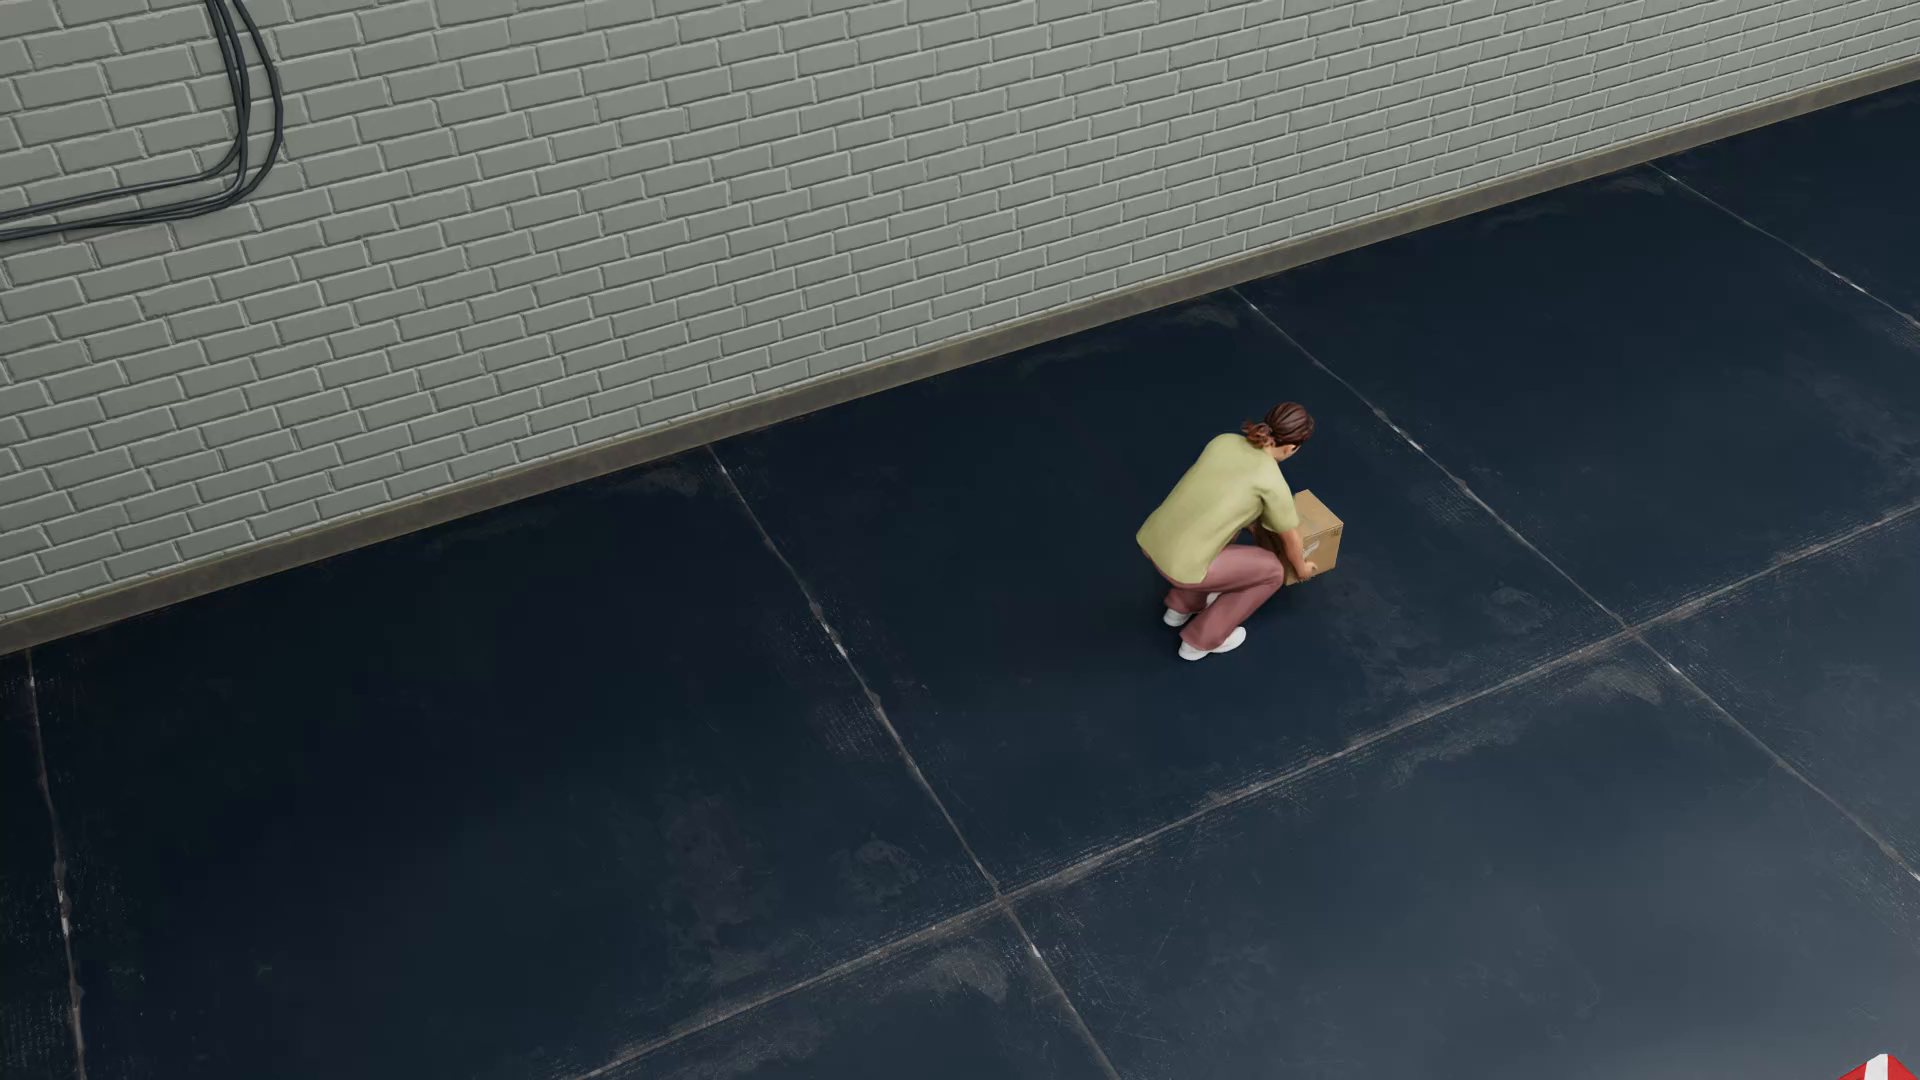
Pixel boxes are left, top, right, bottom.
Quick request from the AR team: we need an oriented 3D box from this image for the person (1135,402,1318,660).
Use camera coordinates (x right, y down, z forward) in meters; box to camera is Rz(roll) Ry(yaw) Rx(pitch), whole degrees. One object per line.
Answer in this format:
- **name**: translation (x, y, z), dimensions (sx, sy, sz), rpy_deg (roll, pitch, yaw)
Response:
- **person**: translation (1.063, -0.044, 6.716), dimensions (0.766, 1.008, 0.495), rpy_deg (-19, 45, -20)
